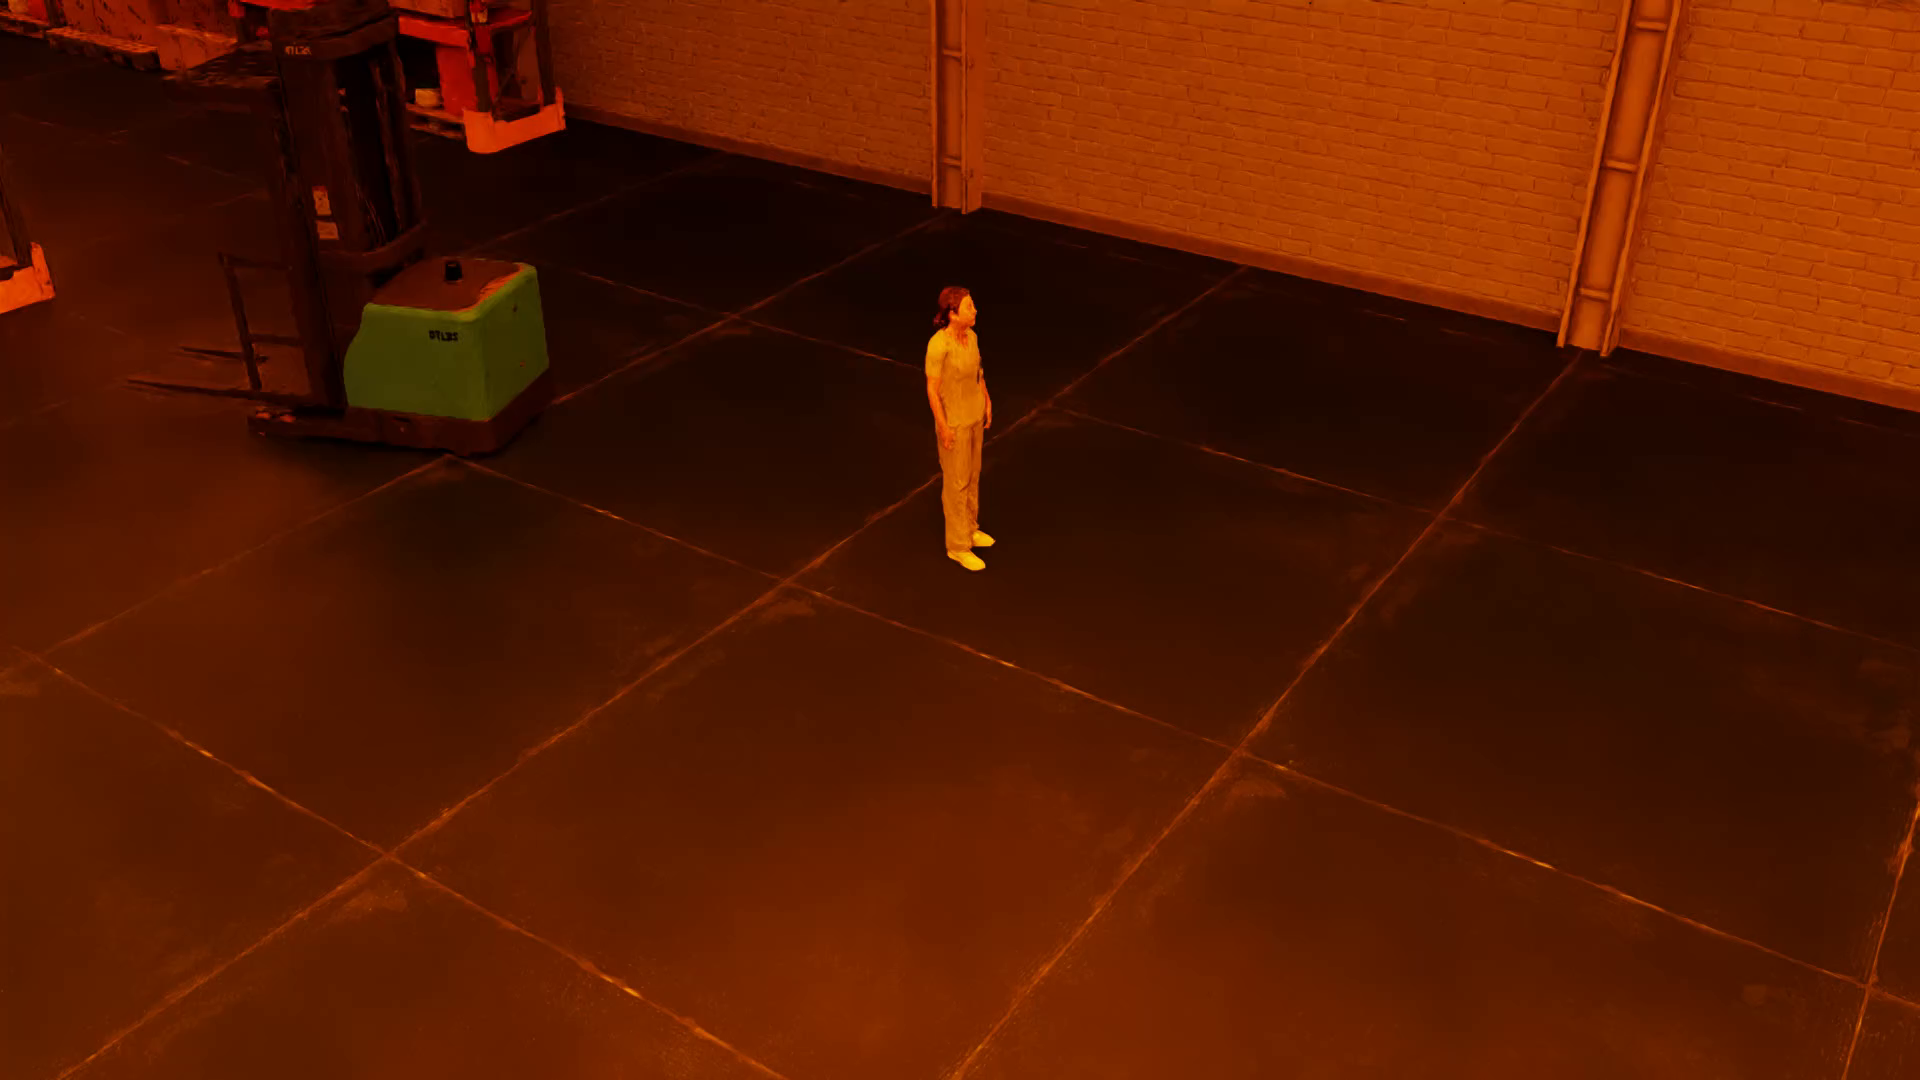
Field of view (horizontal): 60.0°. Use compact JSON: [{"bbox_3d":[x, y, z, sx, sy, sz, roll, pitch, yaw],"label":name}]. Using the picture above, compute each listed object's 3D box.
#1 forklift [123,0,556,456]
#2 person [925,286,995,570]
[{"bbox_3d":[-4.537,-2.231,11.423,3.031,2.935,1.130,7,31,12],"label":"forklift"},{"bbox_3d":[0.054,-0.698,10.034,0.548,1.658,0.550,19,35,29],"label":"person"}]
